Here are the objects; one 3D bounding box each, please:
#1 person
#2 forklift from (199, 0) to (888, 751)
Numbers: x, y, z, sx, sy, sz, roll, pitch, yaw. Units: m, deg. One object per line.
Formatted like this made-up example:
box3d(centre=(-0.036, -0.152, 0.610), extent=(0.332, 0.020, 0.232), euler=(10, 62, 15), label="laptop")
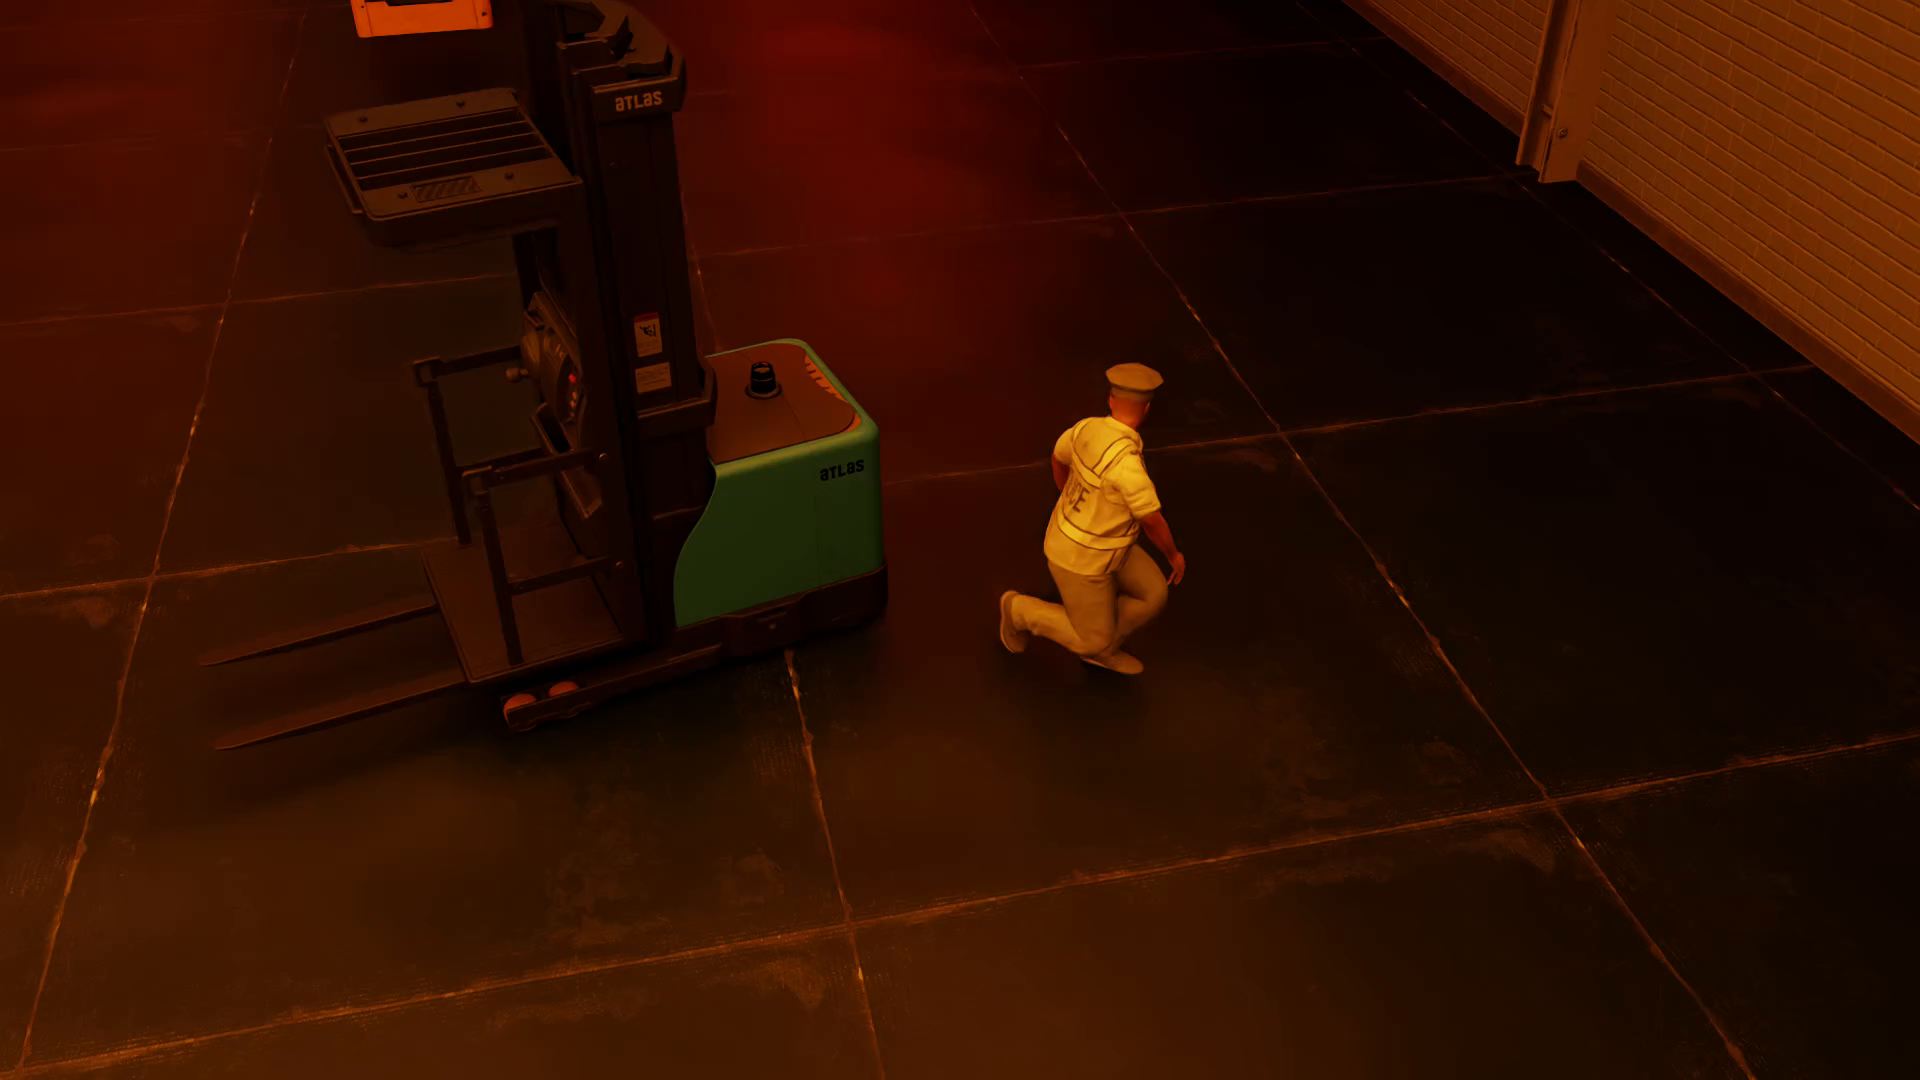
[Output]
box3d(centre=(0.597, -0.060, 7.380), extent=(0.830, 1.531, 0.654), euler=(6, 36, 8), label="person")
box3d(centre=(-1.903, -0.694, 7.015), extent=(3.031, 2.935, 1.130), euler=(-16, 39, -21), label="forklift")
